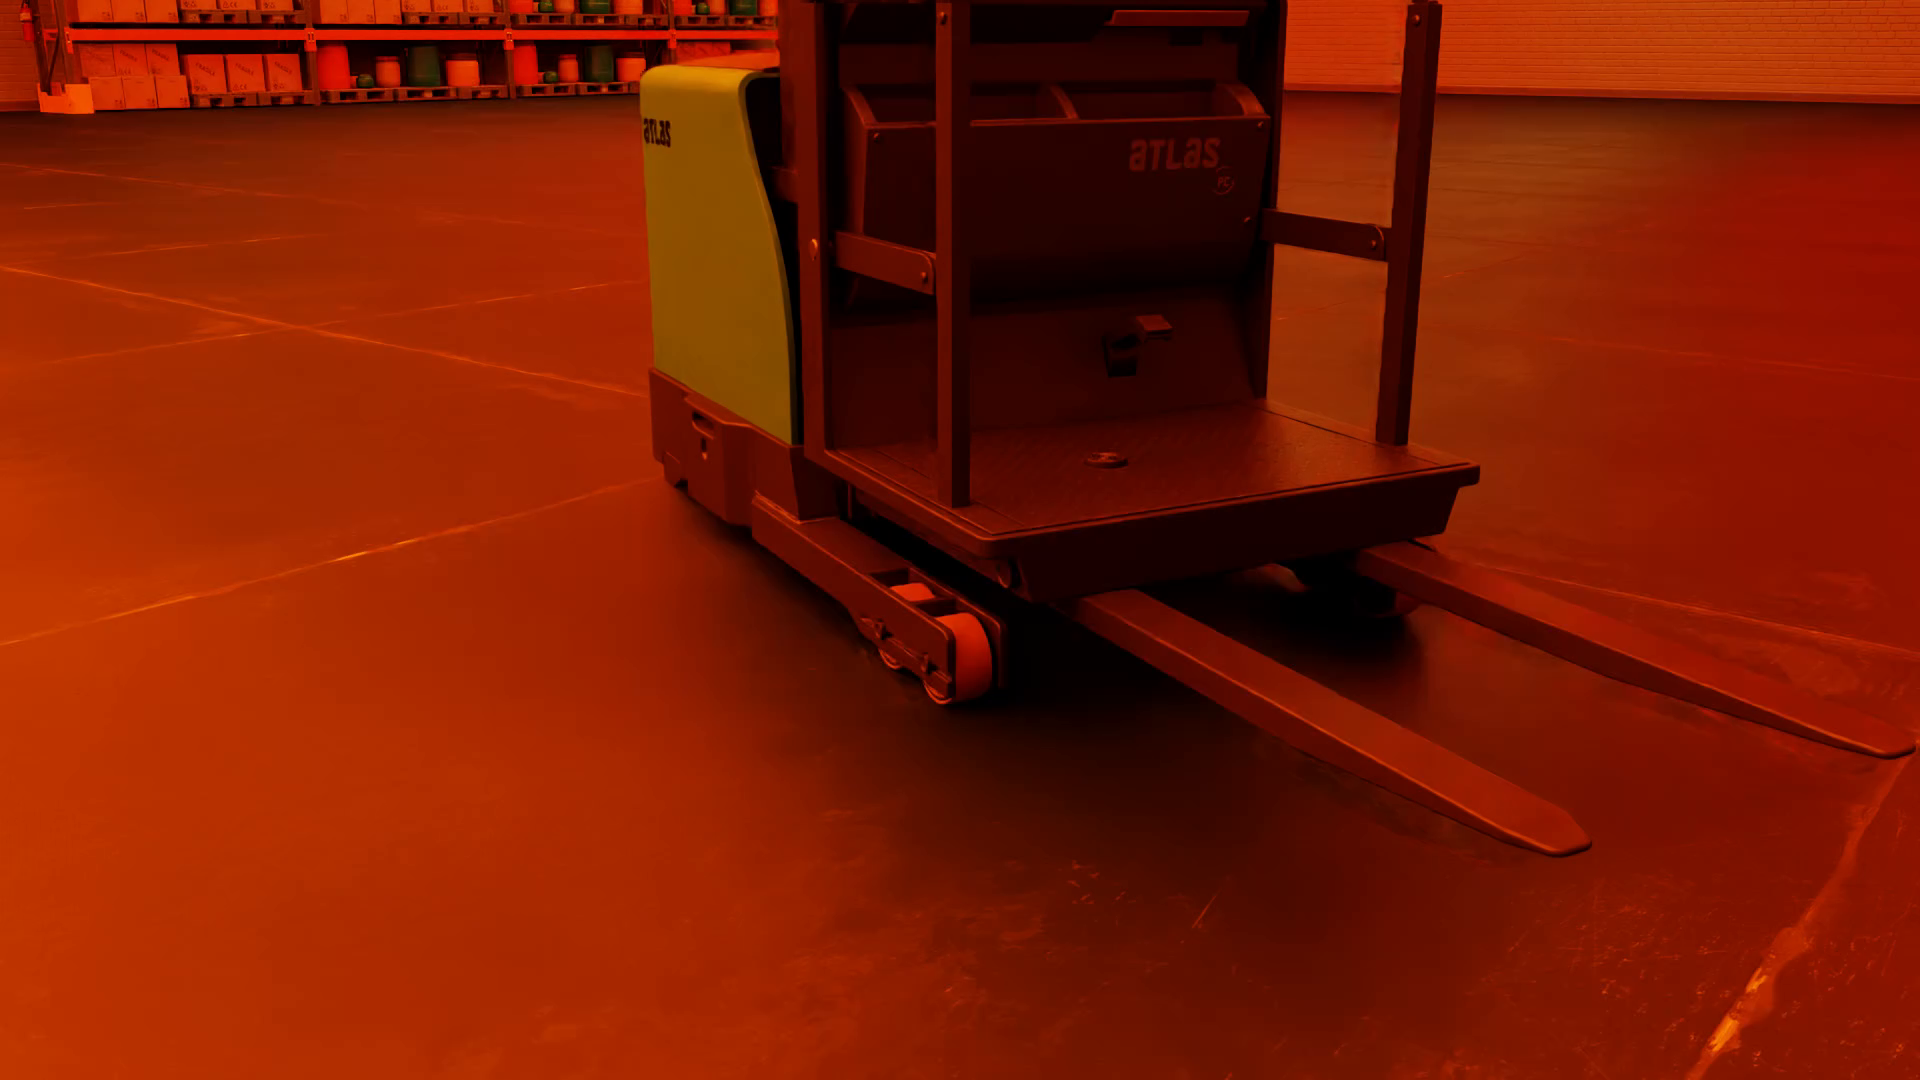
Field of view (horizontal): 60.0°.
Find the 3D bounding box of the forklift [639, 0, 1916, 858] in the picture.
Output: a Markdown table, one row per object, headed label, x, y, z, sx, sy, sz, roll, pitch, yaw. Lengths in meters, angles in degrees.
| label | x | y | z | sx | sy | sz | roll | pitch | yaw |
| --- | --- | --- | --- | --- | --- | --- | --- | --- | --- |
| forklift | 0.305 | -1.254 | 3.028 | 1.130 | 2.935 | 3.031 | -9 | 19 | -26 |
